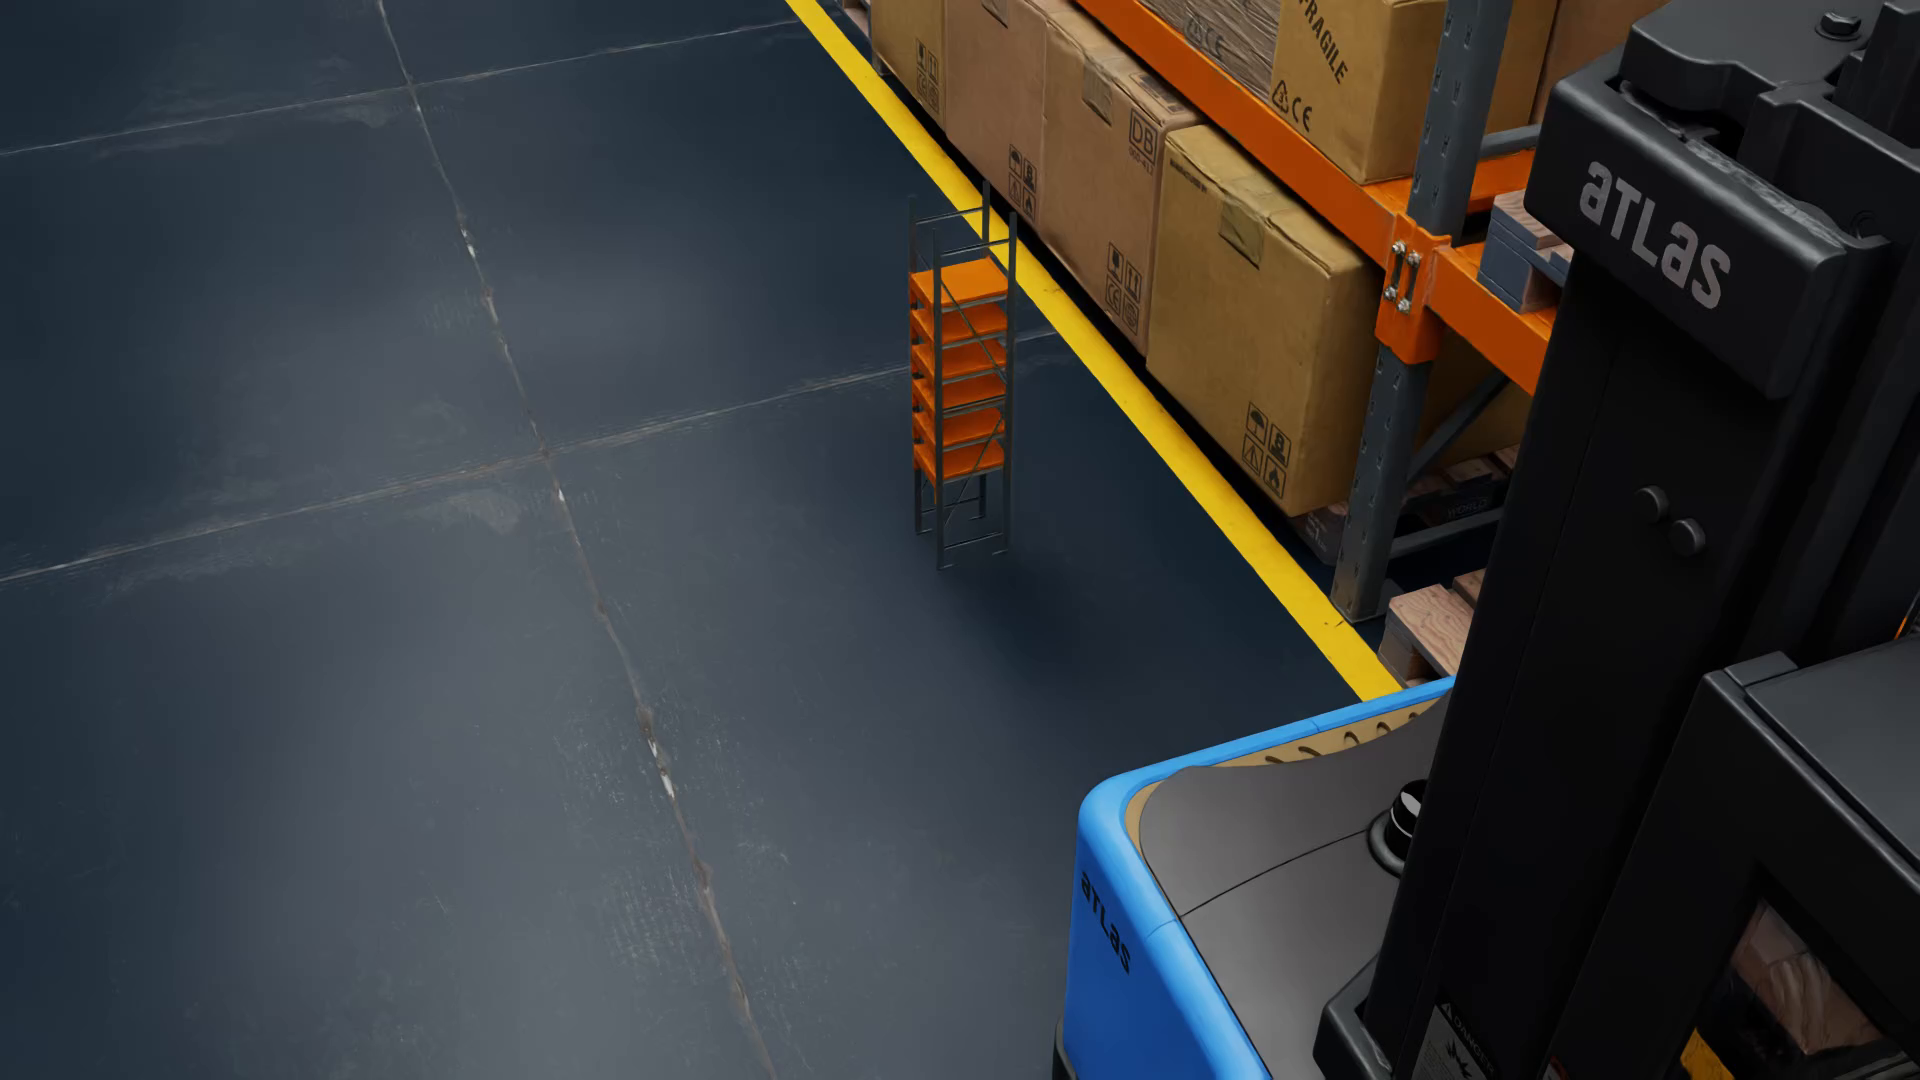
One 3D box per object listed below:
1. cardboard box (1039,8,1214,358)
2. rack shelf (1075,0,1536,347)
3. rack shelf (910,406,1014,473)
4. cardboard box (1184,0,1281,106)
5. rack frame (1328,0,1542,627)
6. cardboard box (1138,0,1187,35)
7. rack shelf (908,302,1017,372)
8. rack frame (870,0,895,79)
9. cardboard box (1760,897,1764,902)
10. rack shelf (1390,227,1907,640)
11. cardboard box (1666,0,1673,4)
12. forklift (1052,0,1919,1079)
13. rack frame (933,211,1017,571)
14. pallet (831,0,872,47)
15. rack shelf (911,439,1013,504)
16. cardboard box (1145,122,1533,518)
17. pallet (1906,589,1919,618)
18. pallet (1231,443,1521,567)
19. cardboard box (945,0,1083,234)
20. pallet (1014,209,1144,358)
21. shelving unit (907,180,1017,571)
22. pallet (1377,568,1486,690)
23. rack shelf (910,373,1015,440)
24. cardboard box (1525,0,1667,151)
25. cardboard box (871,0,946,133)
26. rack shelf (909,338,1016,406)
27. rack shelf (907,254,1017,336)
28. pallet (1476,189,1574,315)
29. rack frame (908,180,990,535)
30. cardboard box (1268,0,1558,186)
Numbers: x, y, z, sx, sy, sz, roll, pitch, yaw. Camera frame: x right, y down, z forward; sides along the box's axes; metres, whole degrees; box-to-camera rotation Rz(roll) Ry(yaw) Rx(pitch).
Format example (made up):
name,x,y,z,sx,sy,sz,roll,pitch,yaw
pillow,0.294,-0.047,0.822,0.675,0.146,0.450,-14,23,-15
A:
name,x,y,z,sx,sy,sz,roll,pitch,yaw
cardboard box,1.023,-1.355,5.832,1.225,0.875,0.875,-15,43,-17
rack shelf,0.836,-1.973,5.796,1.077,0.370,4.000,-15,43,-17
rack shelf,0.006,-0.322,4.956,0.258,0.103,0.180,-15,43,-17
cardboard box,0.998,-1.617,4.753,0.500,0.500,0.500,-15,43,-17
rack frame,1.601,-1.041,4.160,1.000,3.000,0.127,-15,43,-17
cardboard box,0.797,-1.929,5.115,0.500,0.500,0.500,-16,43,-18
rack shelf,0.006,-0.594,4.721,0.258,0.103,0.180,-15,43,-17
rack frame,0.071,-3.451,6.963,1.000,3.000,0.127,-15,43,-17
cardboard box,2.100,0.469,3.984,0.700,0.500,0.500,-19,44,-20
rack shelf,2.367,0.436,2.994,1.077,0.370,4.000,-15,43,-17
cardboard box,1.845,-0.923,3.624,0.500,0.500,0.500,-20,45,-22
forklift,1.200,0.945,1.903,1.130,2.935,3.031,-14,43,-16
rack frame,0.041,-0.391,4.785,0.240,1.200,0.006,-15,43,-17
pallet,-0.148,-2.871,8.427,1.003,0.211,1.213,-15,43,-17
rack shelf,0.006,-0.231,5.034,0.258,0.103,0.180,-15,43,-17
cardboard box,1.357,-0.816,5.206,1.225,0.875,0.875,-17,44,-19
pallet,2.397,0.214,2.848,1.003,0.211,1.213,-15,43,-17
pallet,1.369,-0.478,5.644,1.003,0.211,1.213,-15,43,-17
cardboard box,0.677,-1.886,6.450,1.225,0.875,0.875,-17,43,-18
pallet,0.906,-1.212,6.497,1.003,0.211,1.213,-15,43,-17
shelving unit,0.006,-0.446,4.849,0.258,1.200,0.189,-15,43,-17
pallet,1.899,0.487,4.522,1.003,0.211,1.213,-15,43,-17
rack shelf,0.006,-0.413,4.878,0.258,0.103,0.180,-15,43,-17
cardboard box,1.667,-1.440,4.547,0.500,0.500,0.500,-14,43,-16
cardboard box,0.334,-2.424,7.076,1.225,0.875,0.875,-15,43,-17
rack shelf,0.006,-0.504,4.799,0.258,0.103,0.180,-15,43,-17
rack shelf,0.006,-0.685,4.643,0.258,0.103,0.180,-15,43,-17
pallet,1.972,-0.566,3.755,1.213,0.211,1.003,-15,43,-17
rack frame,-0.029,-0.501,4.913,0.240,1.200,0.006,-15,43,-17
cardboard box,1.184,-1.315,4.402,0.500,0.500,0.500,-14,43,-16
